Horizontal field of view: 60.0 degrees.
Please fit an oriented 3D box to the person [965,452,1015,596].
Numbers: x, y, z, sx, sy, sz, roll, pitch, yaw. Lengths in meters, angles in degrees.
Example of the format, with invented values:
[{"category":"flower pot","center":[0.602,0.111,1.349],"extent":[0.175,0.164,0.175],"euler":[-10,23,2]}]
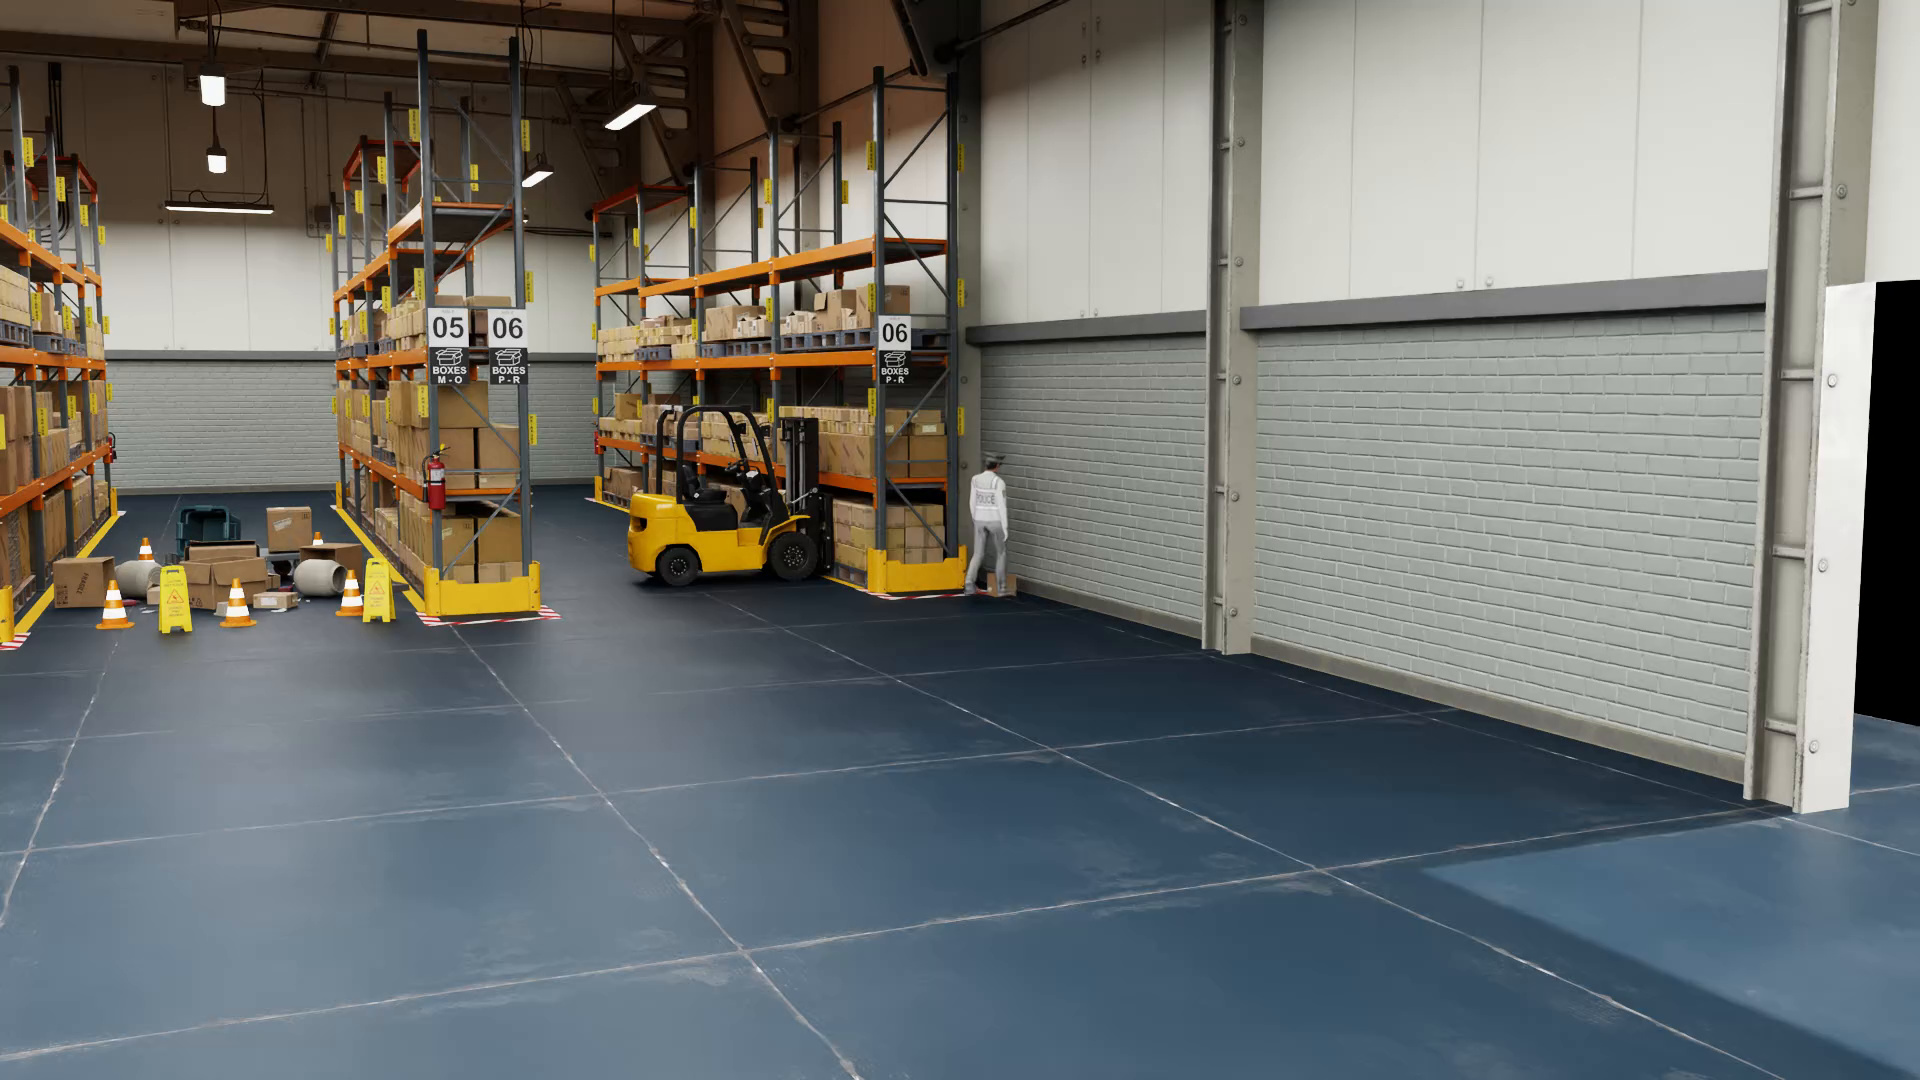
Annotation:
[{"category":"person","center":[0.323,-0.174,18.677],"extent":[0.497,1.639,0.789],"euler":[3,6,28]}]
